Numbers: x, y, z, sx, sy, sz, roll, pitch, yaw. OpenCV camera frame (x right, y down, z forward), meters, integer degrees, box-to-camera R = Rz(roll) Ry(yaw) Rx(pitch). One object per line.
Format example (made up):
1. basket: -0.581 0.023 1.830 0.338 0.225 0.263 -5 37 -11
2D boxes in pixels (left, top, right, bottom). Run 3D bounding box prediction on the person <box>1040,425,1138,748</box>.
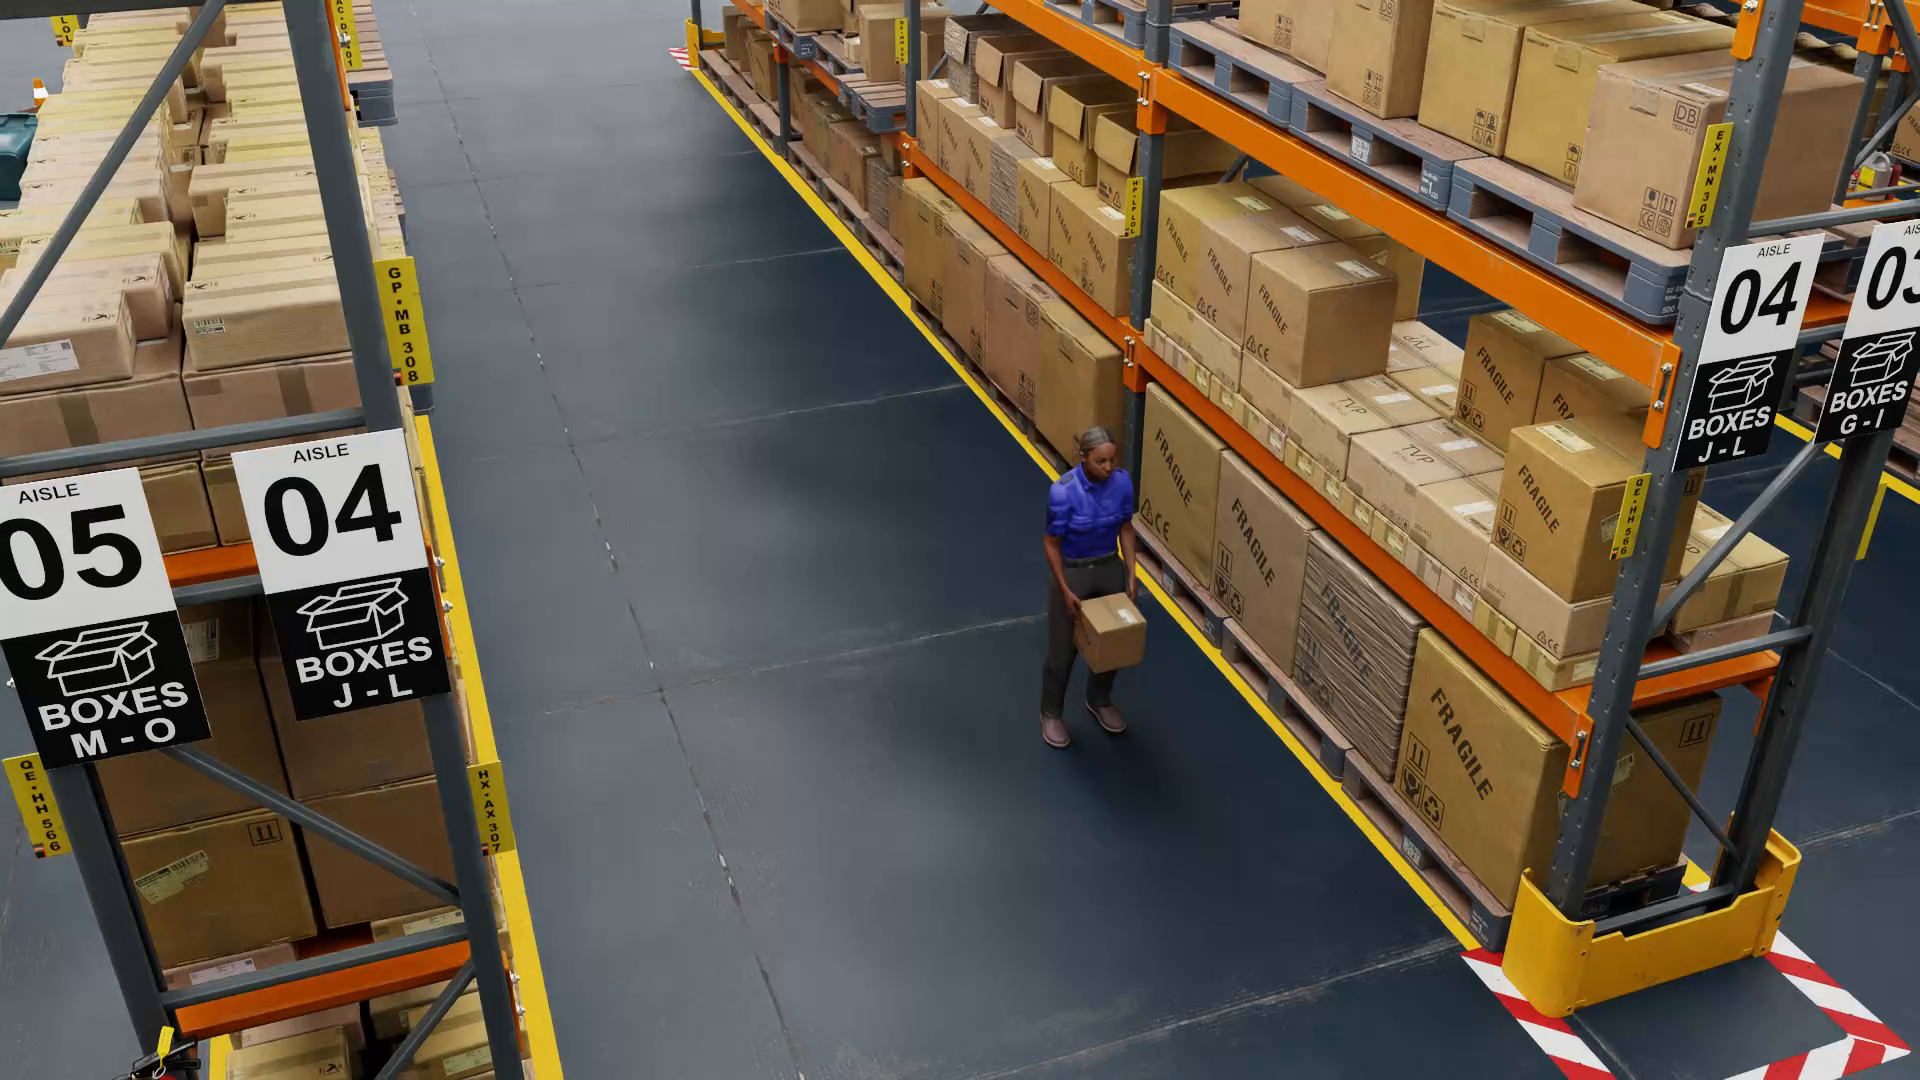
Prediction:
1. person: 0.621 0.213 7.981 0.486 1.647 0.365 -11 32 -19
